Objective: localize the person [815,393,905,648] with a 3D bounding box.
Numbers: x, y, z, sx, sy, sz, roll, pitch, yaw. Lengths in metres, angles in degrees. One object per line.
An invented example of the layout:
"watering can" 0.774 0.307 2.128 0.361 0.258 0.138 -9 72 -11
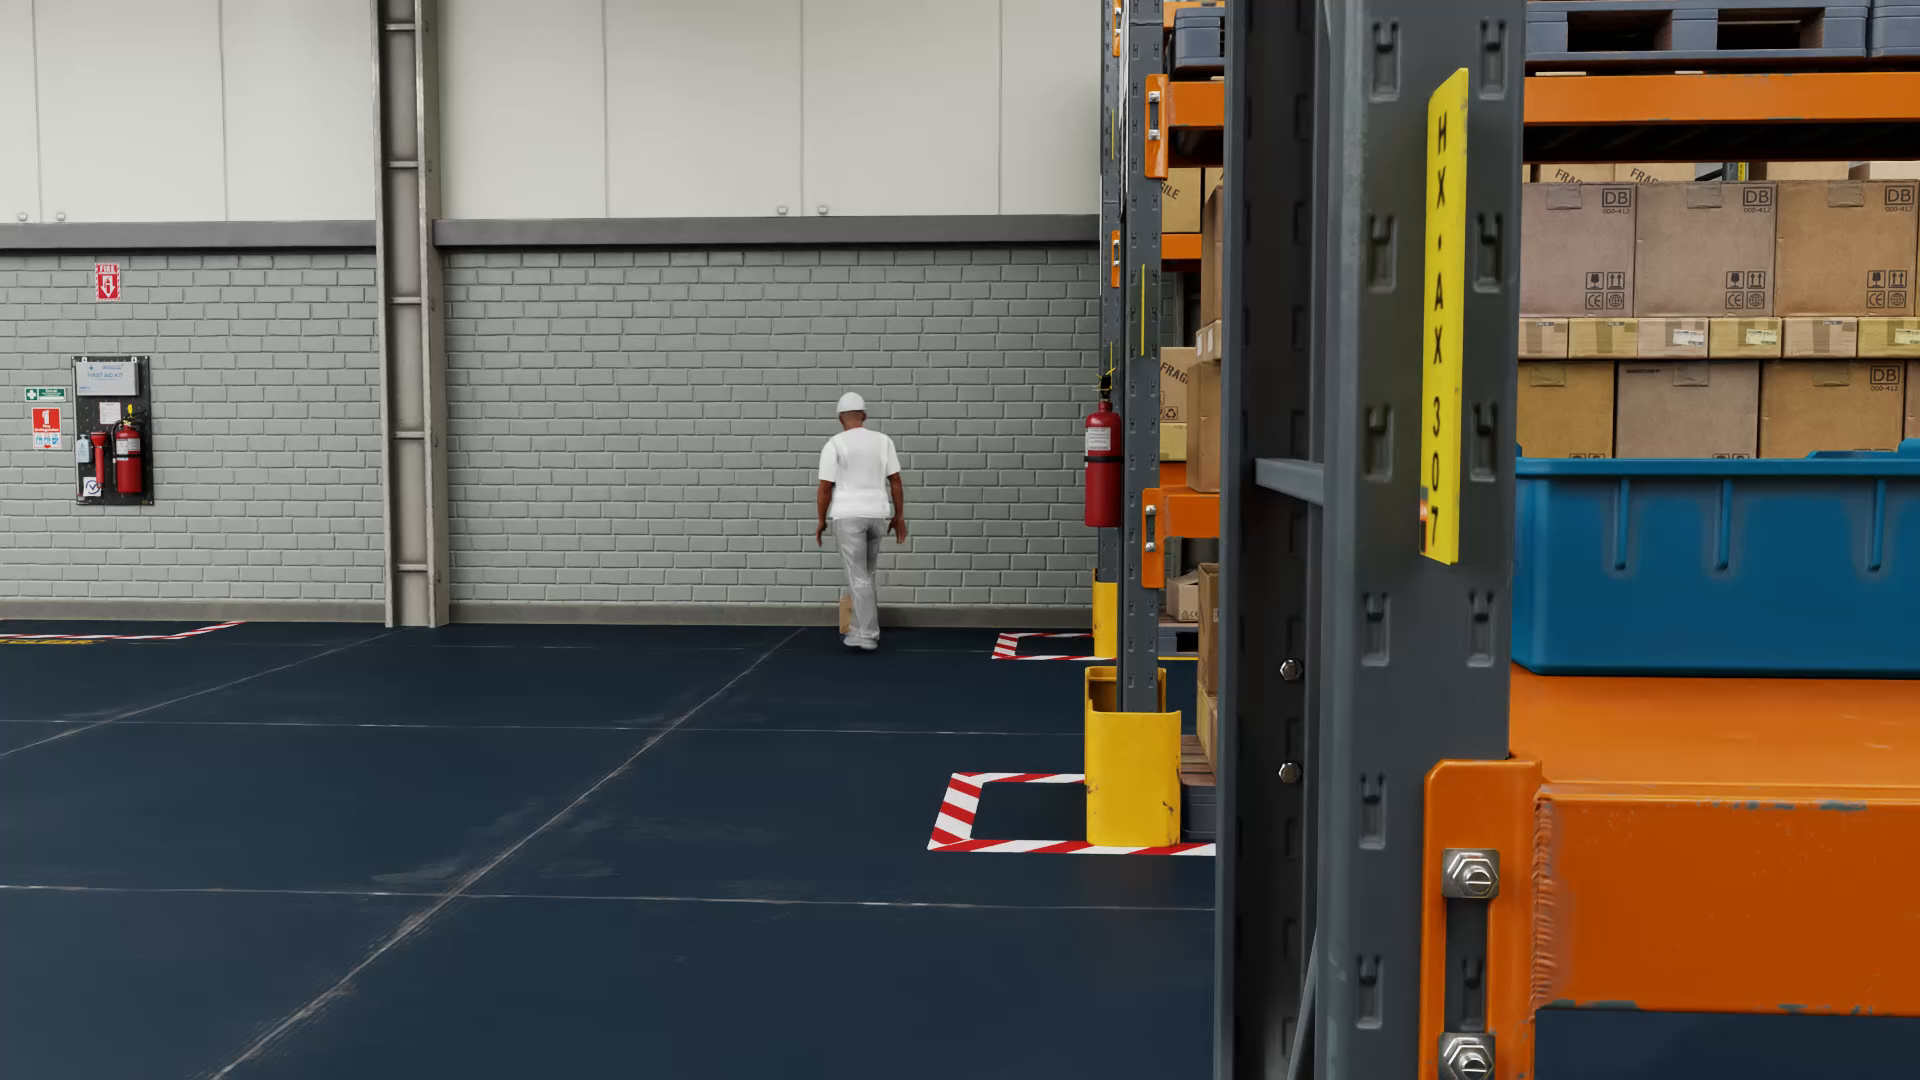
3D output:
"person" -0.771 -0.154 11.589 0.585 1.735 0.837 -3 5 -36
